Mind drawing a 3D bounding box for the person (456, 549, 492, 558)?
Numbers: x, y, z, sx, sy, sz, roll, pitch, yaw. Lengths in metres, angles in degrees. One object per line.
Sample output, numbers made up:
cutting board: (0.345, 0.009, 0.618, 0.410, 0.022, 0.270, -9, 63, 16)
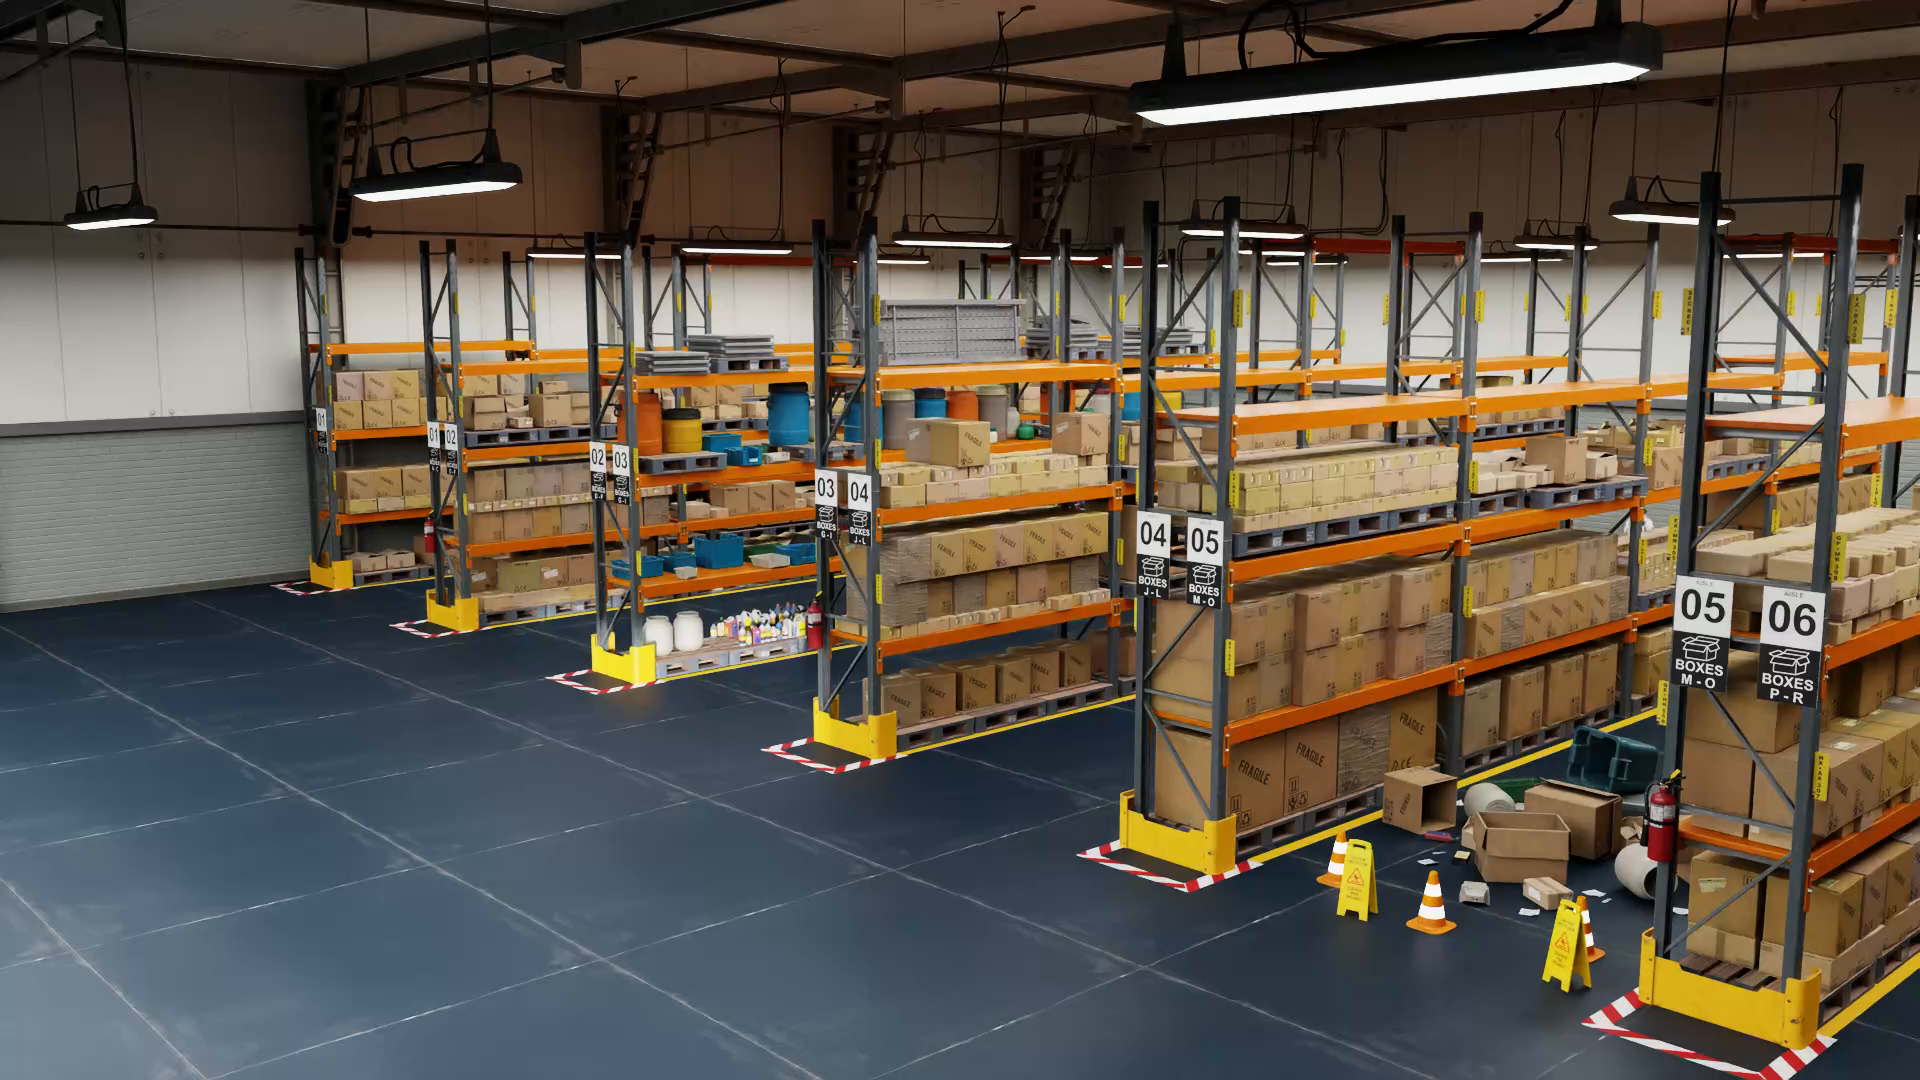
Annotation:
person: (-8.288, 0.180, 28.343, 0.605, 1.757, 0.513, -4, 9, -27)

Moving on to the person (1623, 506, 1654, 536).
person: (11.697, 0.152, 28.725, 0.593, 1.604, 0.858, 3, 9, 20)
